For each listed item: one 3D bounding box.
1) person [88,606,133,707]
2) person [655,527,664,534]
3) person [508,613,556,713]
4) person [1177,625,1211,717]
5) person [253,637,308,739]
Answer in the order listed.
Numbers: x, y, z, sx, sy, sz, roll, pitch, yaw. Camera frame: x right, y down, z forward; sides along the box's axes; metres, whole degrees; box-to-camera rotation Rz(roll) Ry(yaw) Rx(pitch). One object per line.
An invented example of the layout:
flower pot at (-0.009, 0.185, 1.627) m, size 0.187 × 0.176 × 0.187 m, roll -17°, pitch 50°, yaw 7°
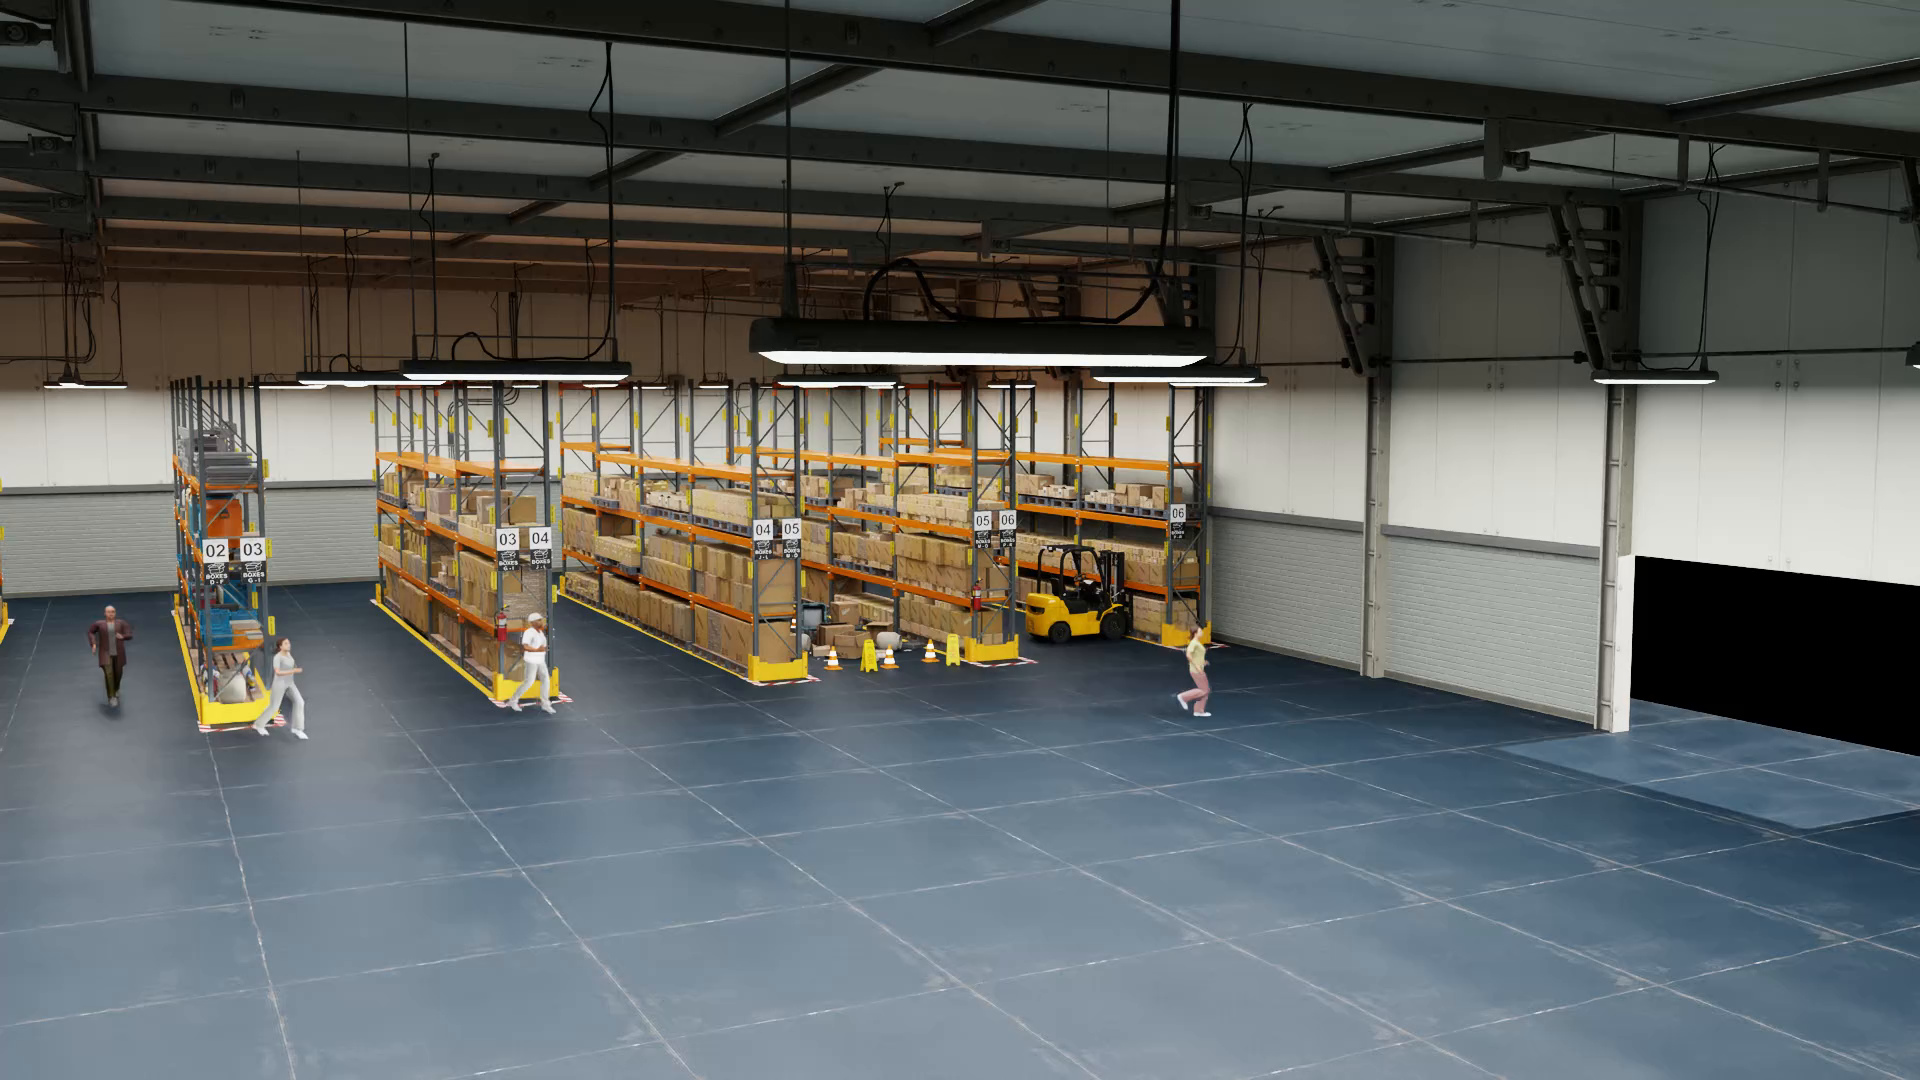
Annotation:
person at (-15.551, 2.097, 30.495) m, size 0.695 × 1.782 × 1.043 m, roll -4°, pitch 6°, yaw -36°
person at (-8.939, 0.462, 50.055) m, size 0.891 × 1.693 × 0.586 m, roll -2°, pitch 5°, yaw -18°
person at (-7.594, 2.187, 29.685) m, size 0.902 × 1.774 × 0.728 m, roll 1°, pitch 5°, yaw 13°
person at (4.138, 2.305, 29.328) m, size 0.597 × 1.624 × 0.596 m, roll 1°, pitch 5°, yaw 10°
person at (-11.249, 2.447, 27.521) m, size 0.894 × 1.713 × 0.576 m, roll 1°, pitch 5°, yaw 13°
